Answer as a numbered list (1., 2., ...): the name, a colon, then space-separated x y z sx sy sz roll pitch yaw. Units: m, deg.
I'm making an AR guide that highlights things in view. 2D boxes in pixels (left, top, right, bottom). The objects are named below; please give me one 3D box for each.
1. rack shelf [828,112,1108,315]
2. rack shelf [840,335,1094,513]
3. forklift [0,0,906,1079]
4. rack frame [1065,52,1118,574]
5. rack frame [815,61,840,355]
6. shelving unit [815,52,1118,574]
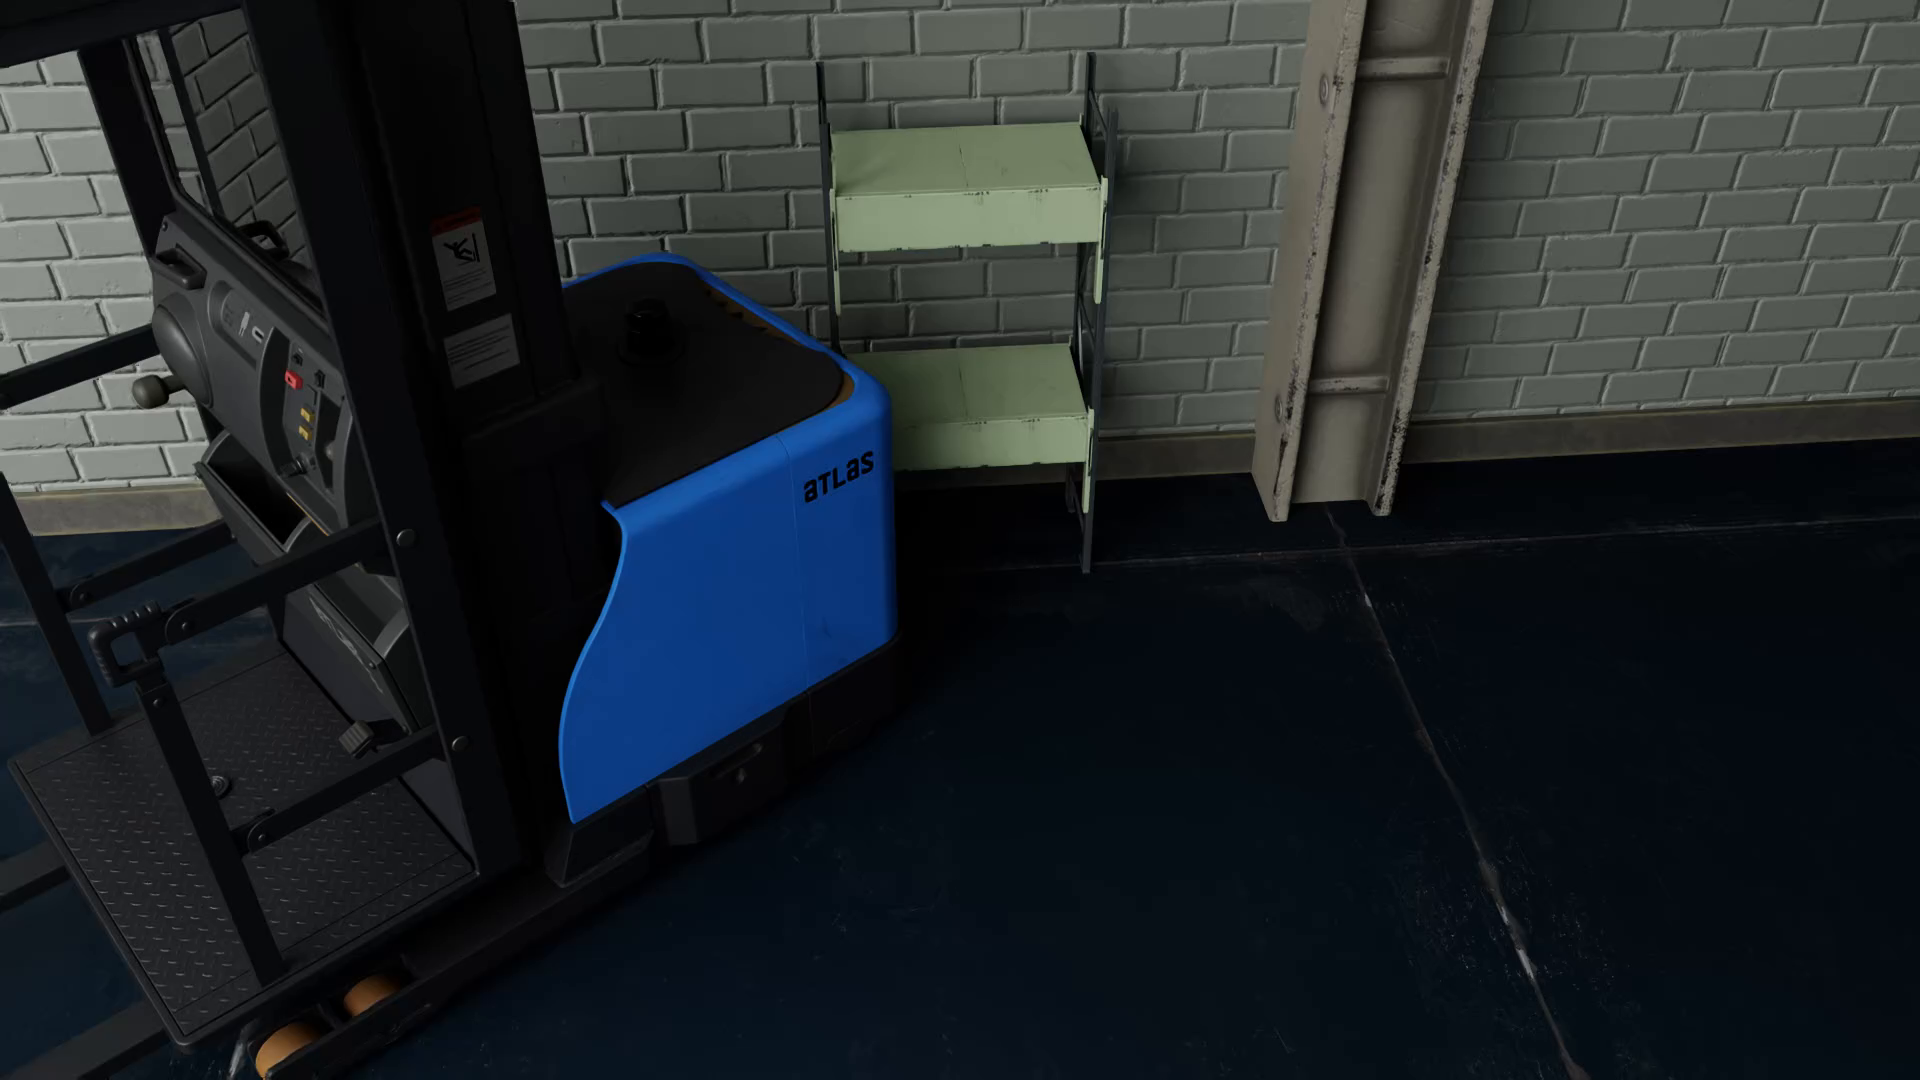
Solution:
1. rack shelf: 0.007 -0.896 4.544 0.720 0.370 0.431 -3 38 -4
2. rack shelf: 0.007 -0.333 4.988 0.720 0.370 0.431 -3 38 -4
3. forklift: -1.584 -0.287 3.247 3.031 2.935 1.130 -29 47 -32
4. rack frame: 0.371 -0.609 4.811 0.023 1.500 0.400 -3 38 -4
5. rack frame: -0.358 -0.569 4.760 0.023 1.500 0.400 -3 38 -4
6. shelving unit: 0.007 -0.589 4.786 0.755 1.500 0.431 -3 38 -4
